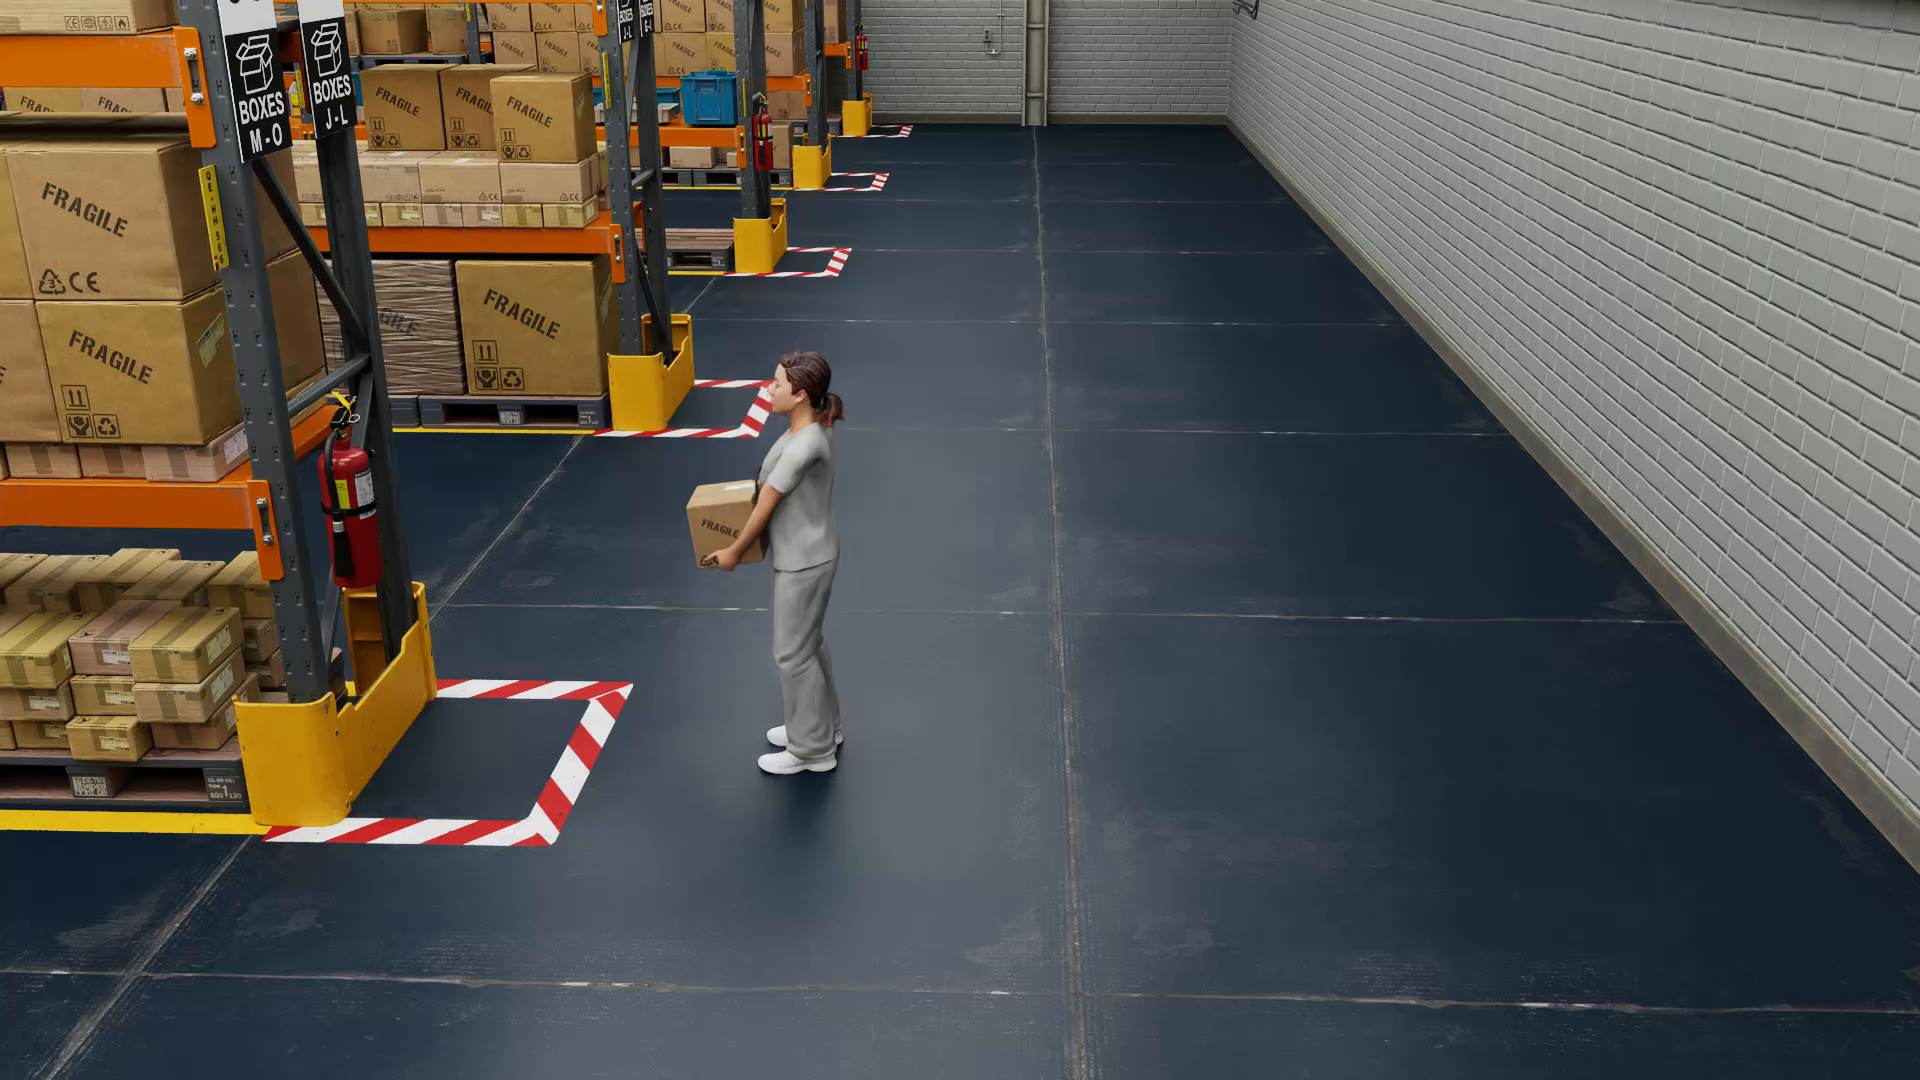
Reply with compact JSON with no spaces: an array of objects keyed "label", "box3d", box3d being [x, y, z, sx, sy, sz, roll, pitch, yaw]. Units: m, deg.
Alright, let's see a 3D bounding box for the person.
[{"label":"person","box3d":[-0.686,0.088,6.369,0.536,1.667,0.409,0,21,1]}]
